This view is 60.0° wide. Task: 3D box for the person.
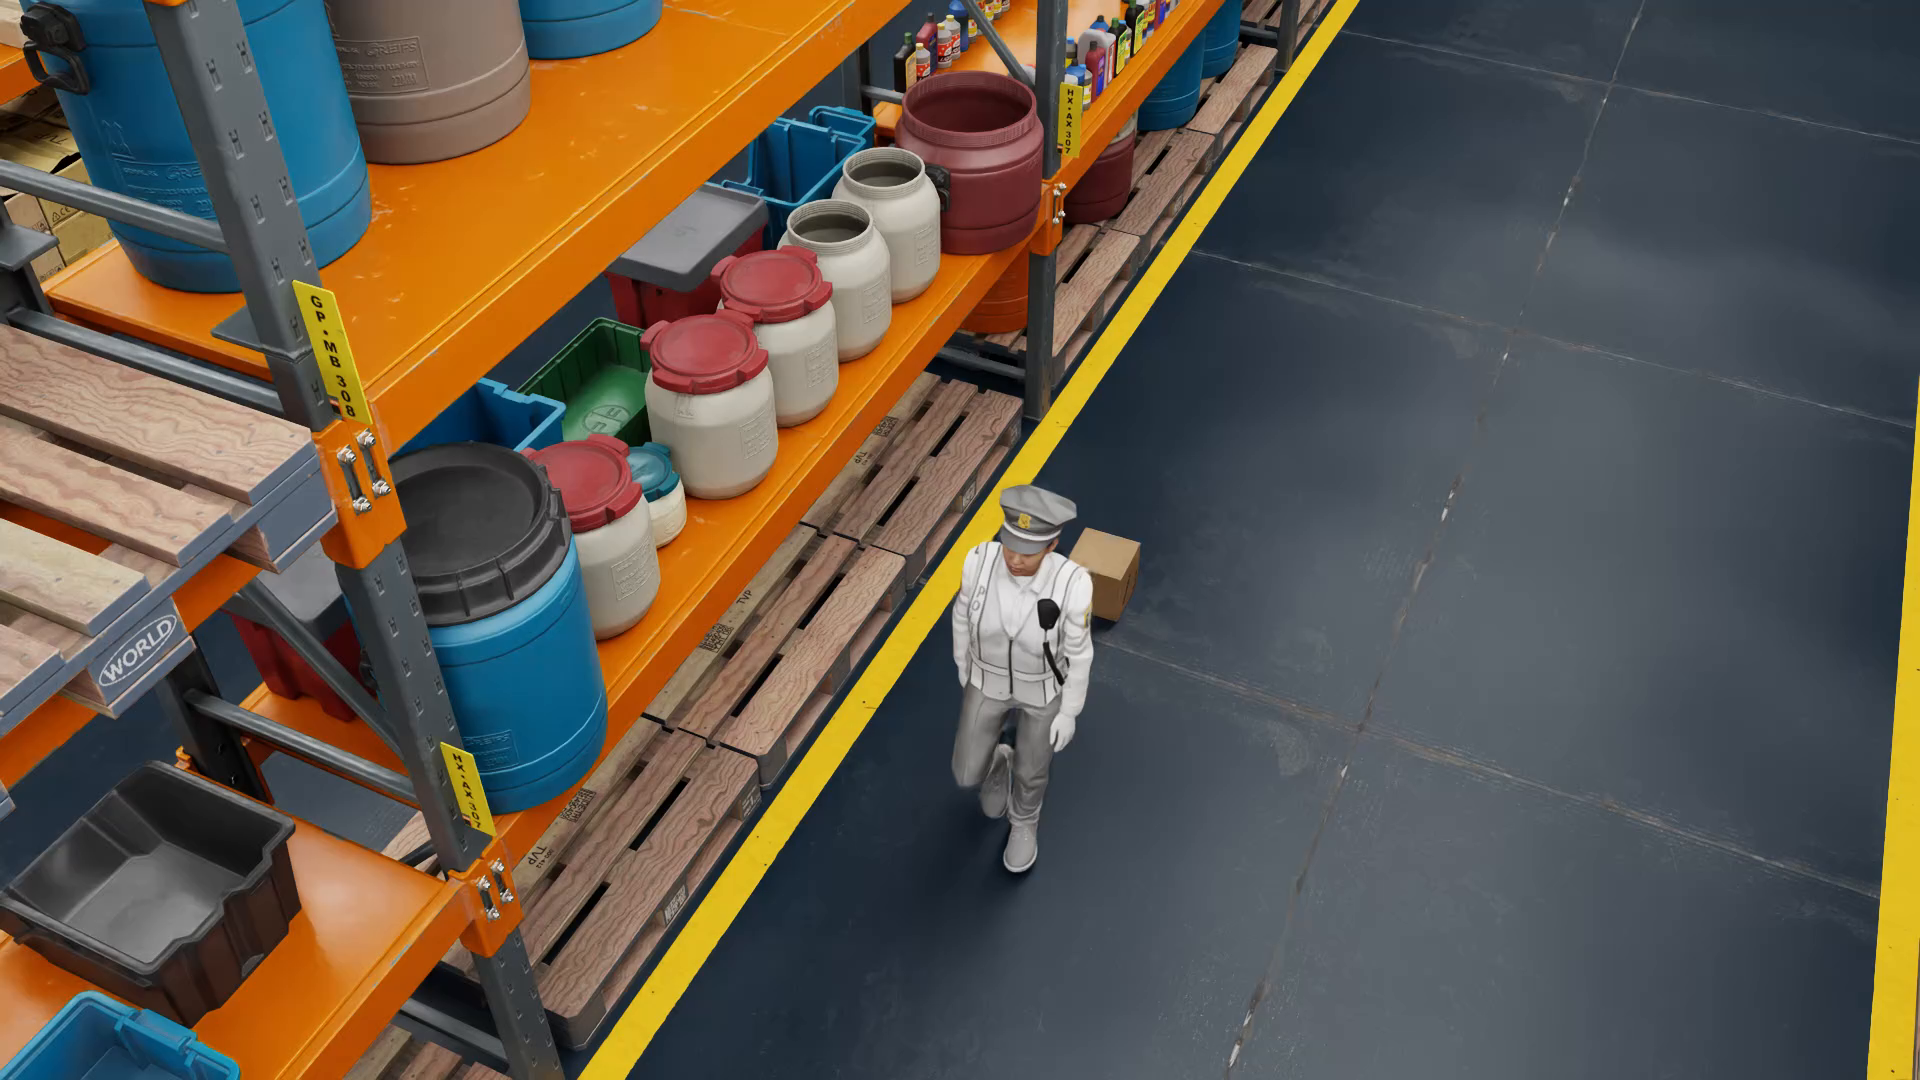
[{"bbox_3d":[0.201,0.467,5.589,0.492,1.679,0.445,10,43,11],"label":"person"}]
